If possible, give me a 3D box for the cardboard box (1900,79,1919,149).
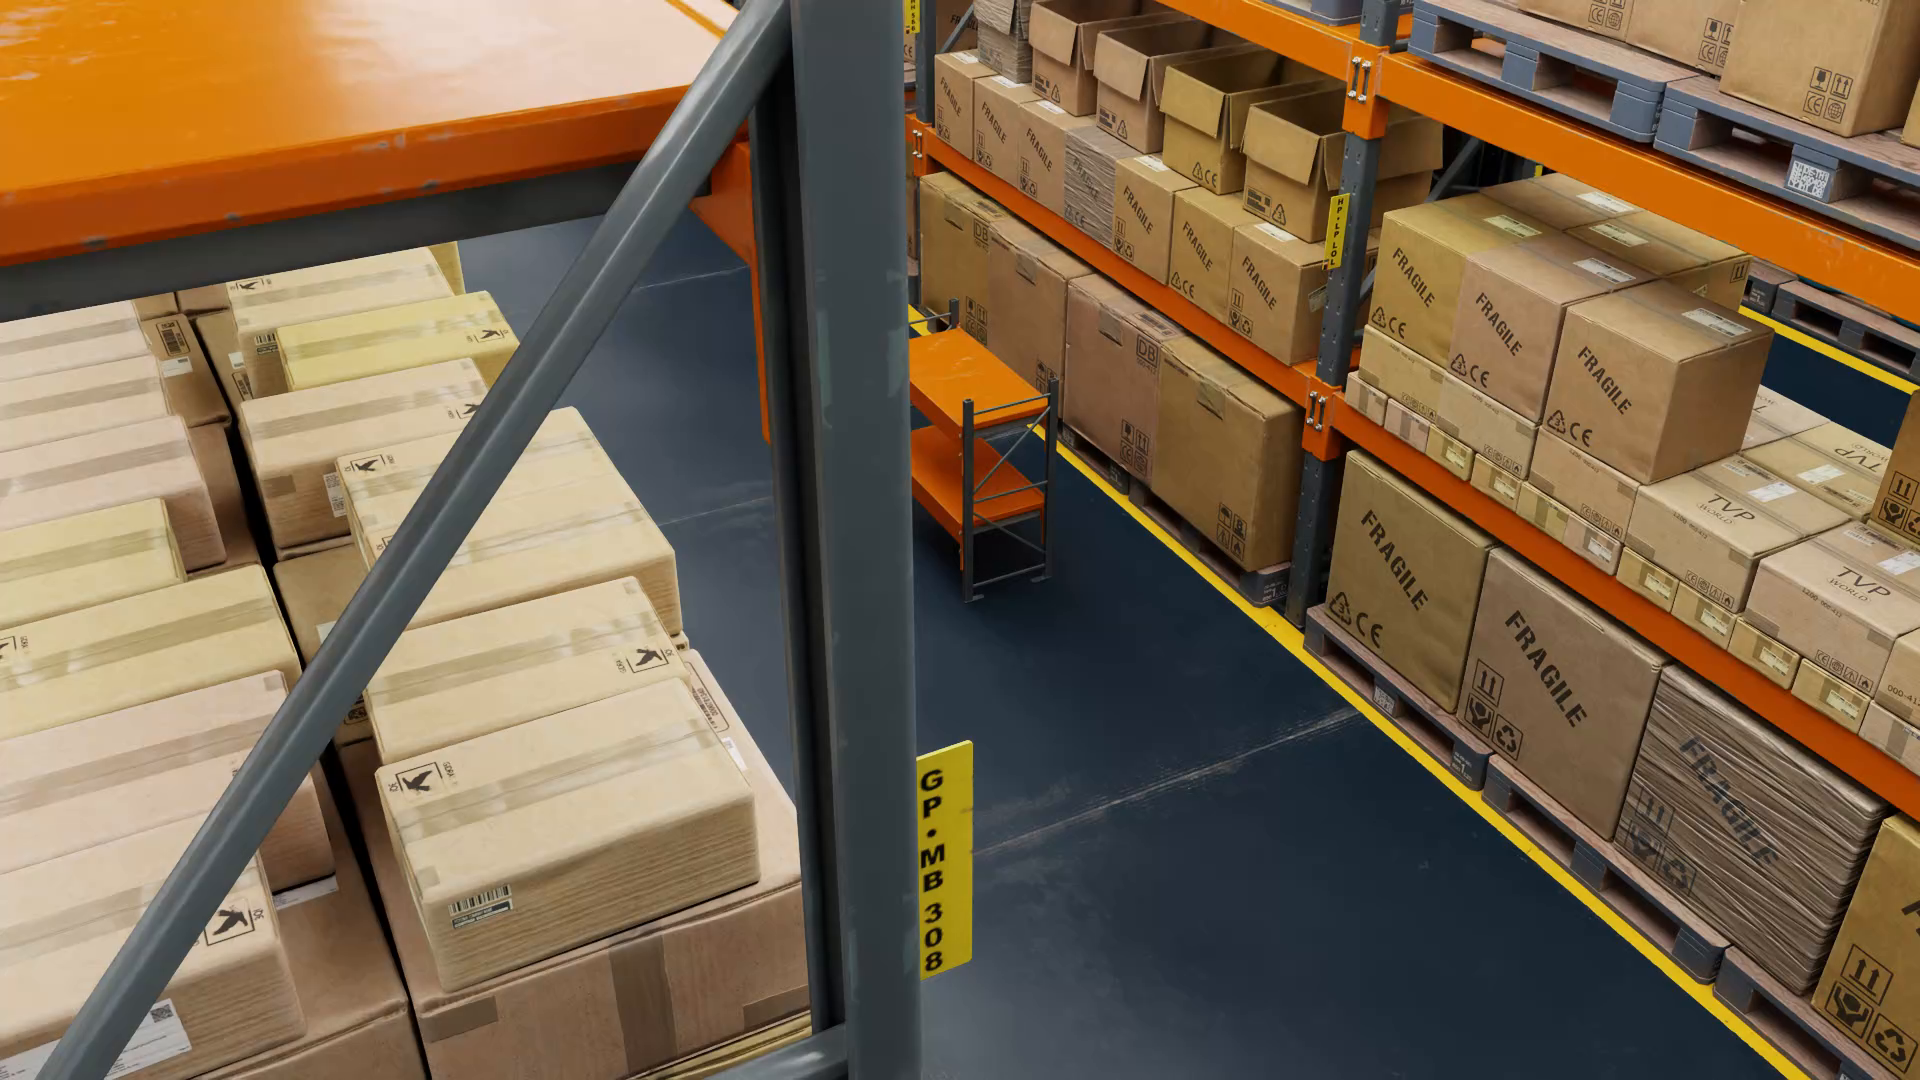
[{"bbox_3d":[3.194,-1.364,4.743,0.700,0.500,0.500,-18,37,-26],"label":"cardboard box"}]

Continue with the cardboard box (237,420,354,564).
[{"bbox_3d":[-0.956,-0.050,2.943,0.500,0.250,0.500,-15,36,-23],"label":"cardboard box"}]

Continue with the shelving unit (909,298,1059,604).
[{"bbox_3d":[0.003,-0.470,8.442,0.538,1.125,1.048,-16,36,-23],"label":"shelving unit"}]

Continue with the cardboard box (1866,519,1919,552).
[{"bbox_3d":[3.459,0.082,5.704,0.500,0.250,0.500,-17,36,-25],"label":"cardboard box"}]

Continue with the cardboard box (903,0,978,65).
[{"bbox_3d":[-0.094,-3.356,10.726,0.500,0.500,0.500,-21,38,-29],"label":"cardboard box"}]

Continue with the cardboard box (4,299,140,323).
[{"bbox_3d":[-1.751,-0.399,3.117,0.380,0.149,0.250,-17,36,-25],"label":"cardboard box"}]

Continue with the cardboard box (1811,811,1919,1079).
[{"bbox_3d":[3.554,1.361,5.425,0.875,0.875,0.875,-16,36,-23],"label":"cardboard box"}]

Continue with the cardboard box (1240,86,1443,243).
[{"bbox_3d":[1.753,-1.748,7.675,0.797,0.503,0.637,-17,36,-24],"label":"cardboard box"}]

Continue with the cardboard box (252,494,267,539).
[{"bbox_3d":[-1.219,-0.095,3.476,0.500,0.250,0.500,-16,36,-23],"label":"cardboard box"}]

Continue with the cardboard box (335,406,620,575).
[{"bbox_3d":[-0.739,-0.053,2.577,0.380,0.149,0.250,-15,36,-22],"label":"cardboard box"}]

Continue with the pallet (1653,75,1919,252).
[{"bbox_3d":[2.995,-1.232,5.193,1.003,0.211,1.213,-16,36,-23],"label":"pallet"}]

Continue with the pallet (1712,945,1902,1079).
[{"bbox_3d":[3.481,1.741,5.837,1.003,0.211,1.213,-16,36,-23],"label":"pallet"}]

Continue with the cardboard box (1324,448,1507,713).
[{"bbox_3d":[2.295,0.072,7.437,0.875,0.875,0.875,-16,36,-23],"label":"cardboard box"}]

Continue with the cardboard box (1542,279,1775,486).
[{"bbox_3d":[2.525,-0.581,6.045,0.500,0.500,0.500,-17,36,-25],"label":"cardboard box"}]

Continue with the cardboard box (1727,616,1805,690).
[{"bbox_3d":[2.867,0.336,5.677,0.380,0.149,0.250,-16,36,-23],"label":"cardboard box"}]

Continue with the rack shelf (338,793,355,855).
[{"bbox_3d":[-1.444,0.213,3.523,1.077,0.370,4.000,-16,36,-23],"label":"rack shelf"}]

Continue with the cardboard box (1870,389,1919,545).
[{"bbox_3d":[3.458,-0.231,5.498,0.500,0.500,0.500,-17,36,-24],"label":"cardboard box"}]

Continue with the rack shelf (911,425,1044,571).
[{"bbox_3d":[0.003,-0.265,8.573,0.538,0.278,1.000,-16,36,-23],"label":"rack shelf"}]

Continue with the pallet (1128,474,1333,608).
[{"bbox_3d":[1.632,-0.156,8.797,1.003,0.211,1.213,-16,36,-23],"label":"pallet"}]

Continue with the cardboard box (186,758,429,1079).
[{"bbox_3d":[-0.951,0.562,1.988,0.500,0.250,0.500,-17,36,-25],"label":"cardboard box"}]

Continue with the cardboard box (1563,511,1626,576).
[{"bbox_3d":[2.507,-0.031,6.251,0.380,0.149,0.250,-15,36,-23],"label":"cardboard box"}]

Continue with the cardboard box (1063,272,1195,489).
[{"bbox_3d":[1.325,-0.989,9.094,1.225,0.875,0.875,-17,36,-25],"label":"cardboard box"}]

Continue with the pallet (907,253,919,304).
[{"bbox_3d":[-0.170,-2.088,11.814,1.003,0.211,1.213,-16,36,-23],"label":"pallet"}]

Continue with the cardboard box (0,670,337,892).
[{"bbox_3d":[-0.974,0.328,1.983,0.380,0.149,0.250,-15,36,-22],"label":"cardboard box"}]

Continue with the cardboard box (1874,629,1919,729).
[{"bbox_3d":[3.227,0.460,5.115,0.500,0.250,0.500,-17,36,-24],"label":"cardboard box"}]

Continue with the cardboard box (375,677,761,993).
[{"bbox_3d":[-0.461,0.338,1.968,0.380,0.149,0.250,-16,36,-24],"label":"cardboard box"}]

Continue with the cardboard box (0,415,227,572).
[{"bbox_3d":[-1.359,-0.035,2.549,0.380,0.149,0.250,-17,36,-24],"label":"cardboard box"}]

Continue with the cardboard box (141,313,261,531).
[{"bbox_3d":[-1.652,-0.171,3.131,0.500,0.250,0.500,-18,37,-25],"label":"cardboard box"}]

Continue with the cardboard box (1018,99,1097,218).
[{"bbox_3d":[0.664,-2.142,9.220,0.500,0.500,0.500,-17,36,-24],"label":"cardboard box"}]

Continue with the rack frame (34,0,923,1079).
[{"bbox_3d":[-0.509,-0.399,1.031,0.949,2.616,0.053,-16,36,-23],"label":"rack frame"}]

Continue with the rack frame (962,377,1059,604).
[{"bbox_3d":[0.240,-0.228,8.063,0.500,1.125,0.032,-16,36,-23],"label":"rack frame"}]

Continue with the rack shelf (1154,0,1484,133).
[{"bbox_3d":[1.126,-2.895,8.374,1.077,0.370,4.000,-16,36,-23],"label":"rack shelf"}]

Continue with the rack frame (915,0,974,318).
[{"bbox_3d":[0.193,-2.889,10.479,1.000,3.000,0.127,-16,36,-23],"label":"rack frame"}]

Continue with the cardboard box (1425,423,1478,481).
[{"bbox_3d":[2.148,-0.399,6.825,0.380,0.149,0.250,-15,35,-22],"label":"cardboard box"}]

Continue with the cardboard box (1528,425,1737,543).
[{"bbox_3d":[2.520,-0.268,6.251,0.500,0.250,0.500,-15,36,-22],"label":"cardboard box"}]

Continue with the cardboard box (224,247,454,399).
[{"bbox_3d":[-1.159,-0.411,3.136,0.380,0.149,0.250,-15,35,-22],"label":"cardboard box"}]

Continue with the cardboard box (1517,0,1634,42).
[{"bbox_3d":[2.476,-2.146,5.964,0.700,0.500,0.500,-18,37,-26],"label":"cardboard box"}]

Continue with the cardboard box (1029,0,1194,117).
[{"bbox_3d":[0.821,-2.689,9.144,0.797,0.503,0.637,-15,36,-22],"label":"cardboard box"}]

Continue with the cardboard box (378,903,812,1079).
[{"bbox_3d":[-0.495,0.649,2.314,0.500,0.250,0.500,-15,35,-21],"label":"cardboard box"}]

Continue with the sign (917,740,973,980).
[{"bbox_3d":[-0.032,0.360,1.816,0.100,0.325,0.005,-16,36,-23],"label":"sign"}]

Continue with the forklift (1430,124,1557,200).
[{"bbox_3d":[2.989,-2.444,9.847,1.130,2.935,3.031,-7,33,-10],"label":"forklift"}]

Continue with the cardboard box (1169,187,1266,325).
[{"bbox_3d":[1.374,-1.415,8.085,0.500,0.500,0.500,-15,35,-22],"label":"cardboard box"}]
